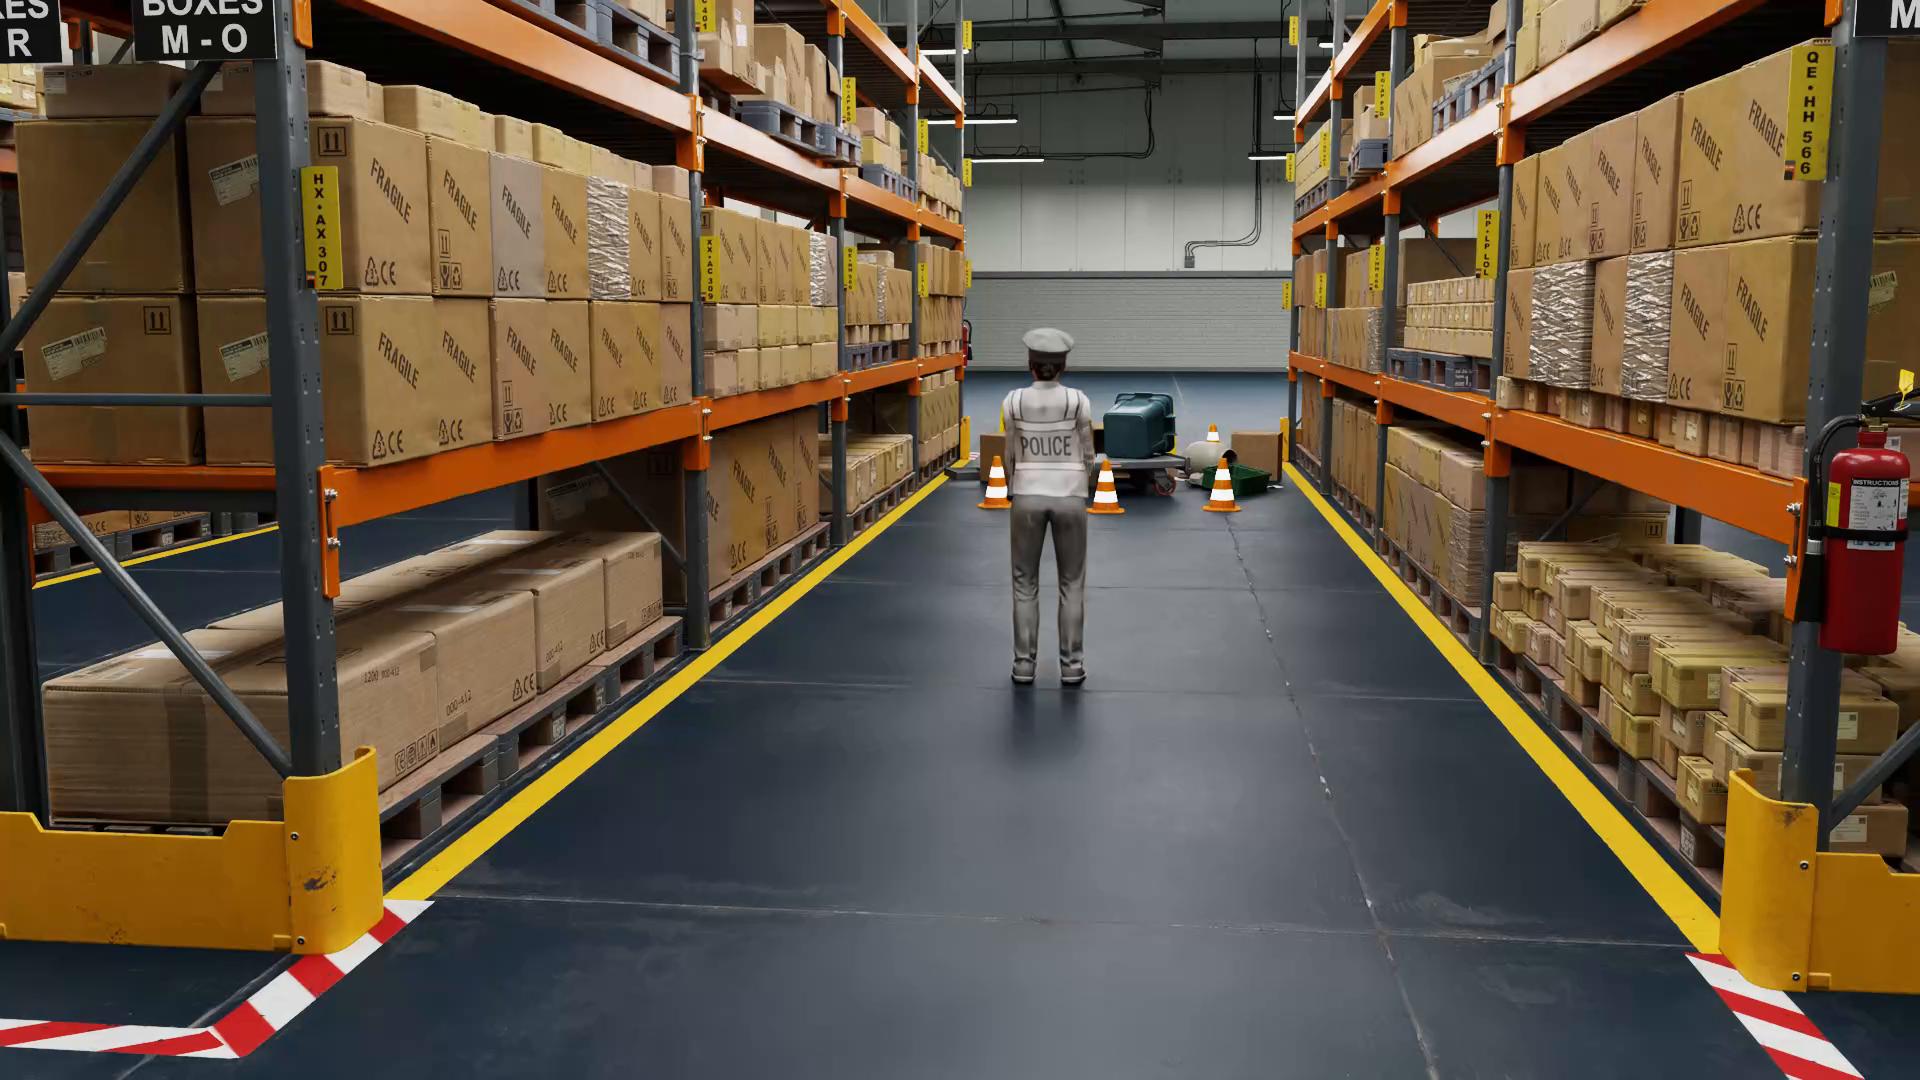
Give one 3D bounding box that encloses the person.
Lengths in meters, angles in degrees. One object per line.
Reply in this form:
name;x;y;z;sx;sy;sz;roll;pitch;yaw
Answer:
person;0.426;-0.169;7.976;0.435;1.691;0.525;1;8;6
